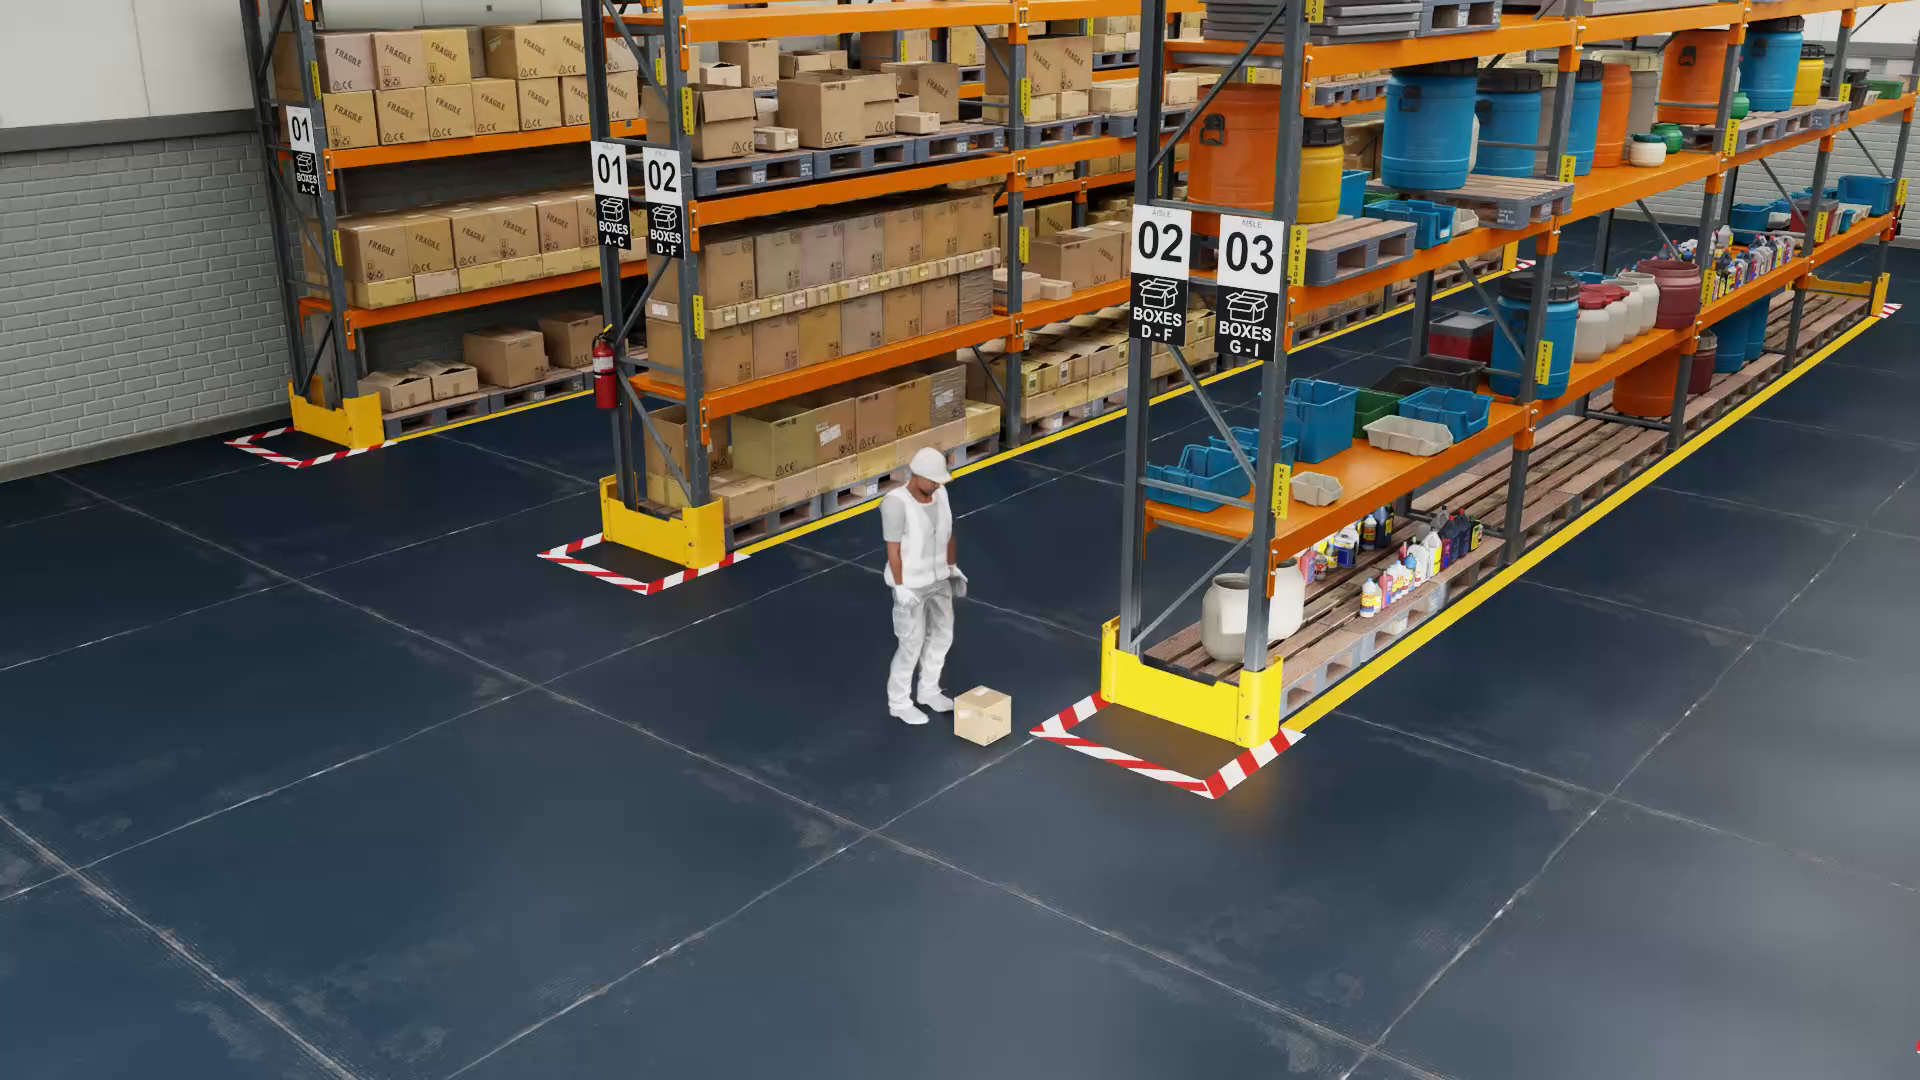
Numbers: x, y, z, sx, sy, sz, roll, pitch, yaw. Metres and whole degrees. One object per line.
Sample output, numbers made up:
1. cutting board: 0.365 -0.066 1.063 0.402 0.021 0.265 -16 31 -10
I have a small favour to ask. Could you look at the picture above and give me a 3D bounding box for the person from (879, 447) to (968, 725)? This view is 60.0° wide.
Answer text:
1. person: -0.228 0.261 10.357 0.389 1.763 0.557 18 26 40
